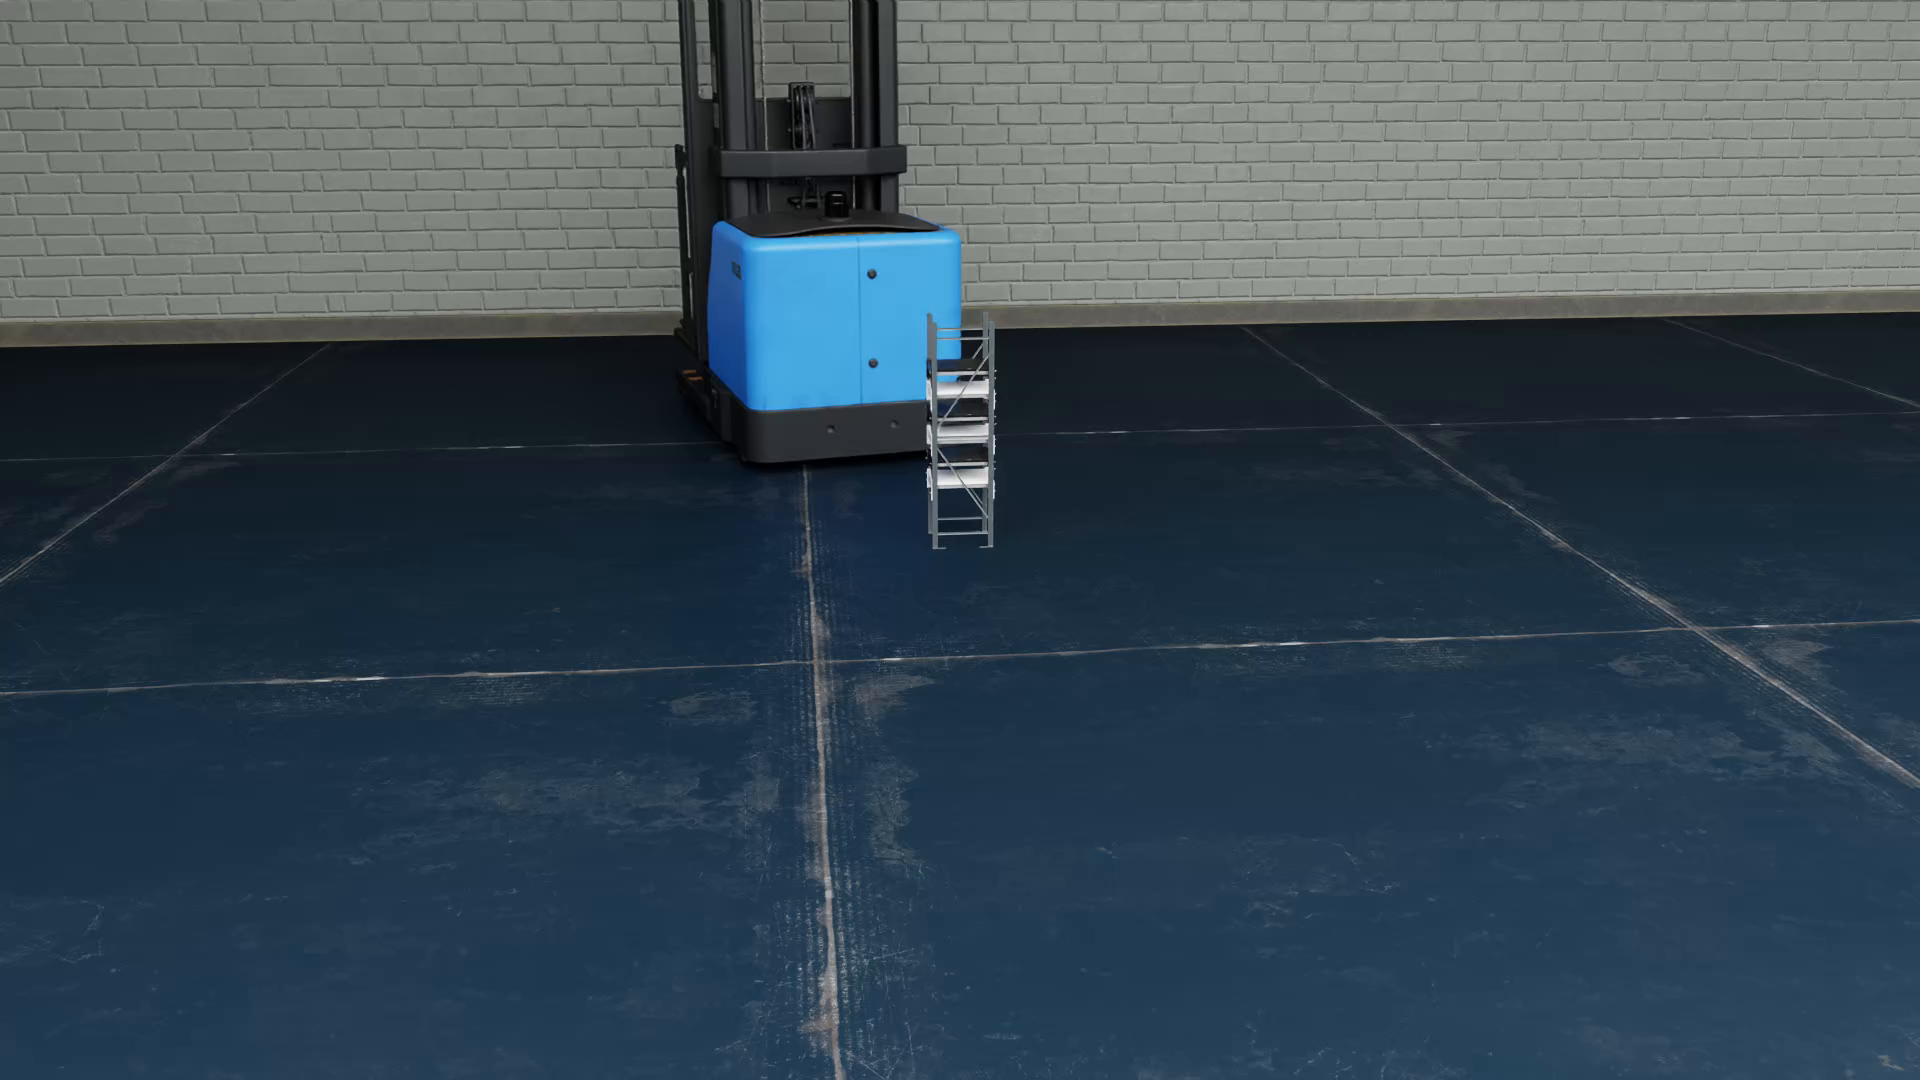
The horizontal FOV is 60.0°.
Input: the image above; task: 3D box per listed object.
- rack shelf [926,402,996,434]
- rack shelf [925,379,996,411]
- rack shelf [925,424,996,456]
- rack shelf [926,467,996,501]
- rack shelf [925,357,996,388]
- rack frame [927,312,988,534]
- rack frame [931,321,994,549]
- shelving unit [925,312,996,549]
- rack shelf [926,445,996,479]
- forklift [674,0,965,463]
[{"bbox_3d":[0.001,-0.481,6.518,0.258,0.077,0.200,-2,18,-6],"label":"rack shelf"},{"bbox_3d":[0.001,-0.567,6.491,0.258,0.077,0.200,-2,18,-6],"label":"rack shelf"},{"bbox_3d":[0.001,-0.395,6.545,0.258,0.077,0.200,-2,18,-6],"label":"rack shelf"},{"bbox_3d":[0.001,-0.223,6.598,0.258,0.077,0.200,-2,18,-6],"label":"rack shelf"},{"bbox_3d":[0.001,-0.653,6.464,0.258,0.077,0.200,-2,18,-6],"label":"rack shelf"},{"bbox_3d":[-0.010,-0.457,6.631,0.240,0.900,0.006,-2,18,-6],"label":"rack frame"},{"bbox_3d":[0.011,-0.397,6.438,0.240,0.900,0.006,-2,18,-6],"label":"rack frame"},{"bbox_3d":[0.001,-0.427,6.535,0.258,0.900,0.210,-2,18,-6],"label":"shelving unit"},{"bbox_3d":[0.001,-0.309,6.572,0.258,0.077,0.200,-2,18,-6],"label":"rack shelf"},{"bbox_3d":[-0.926,-2.149,8.630,1.130,2.935,3.031,-6,18,-18],"label":"forklift"}]
